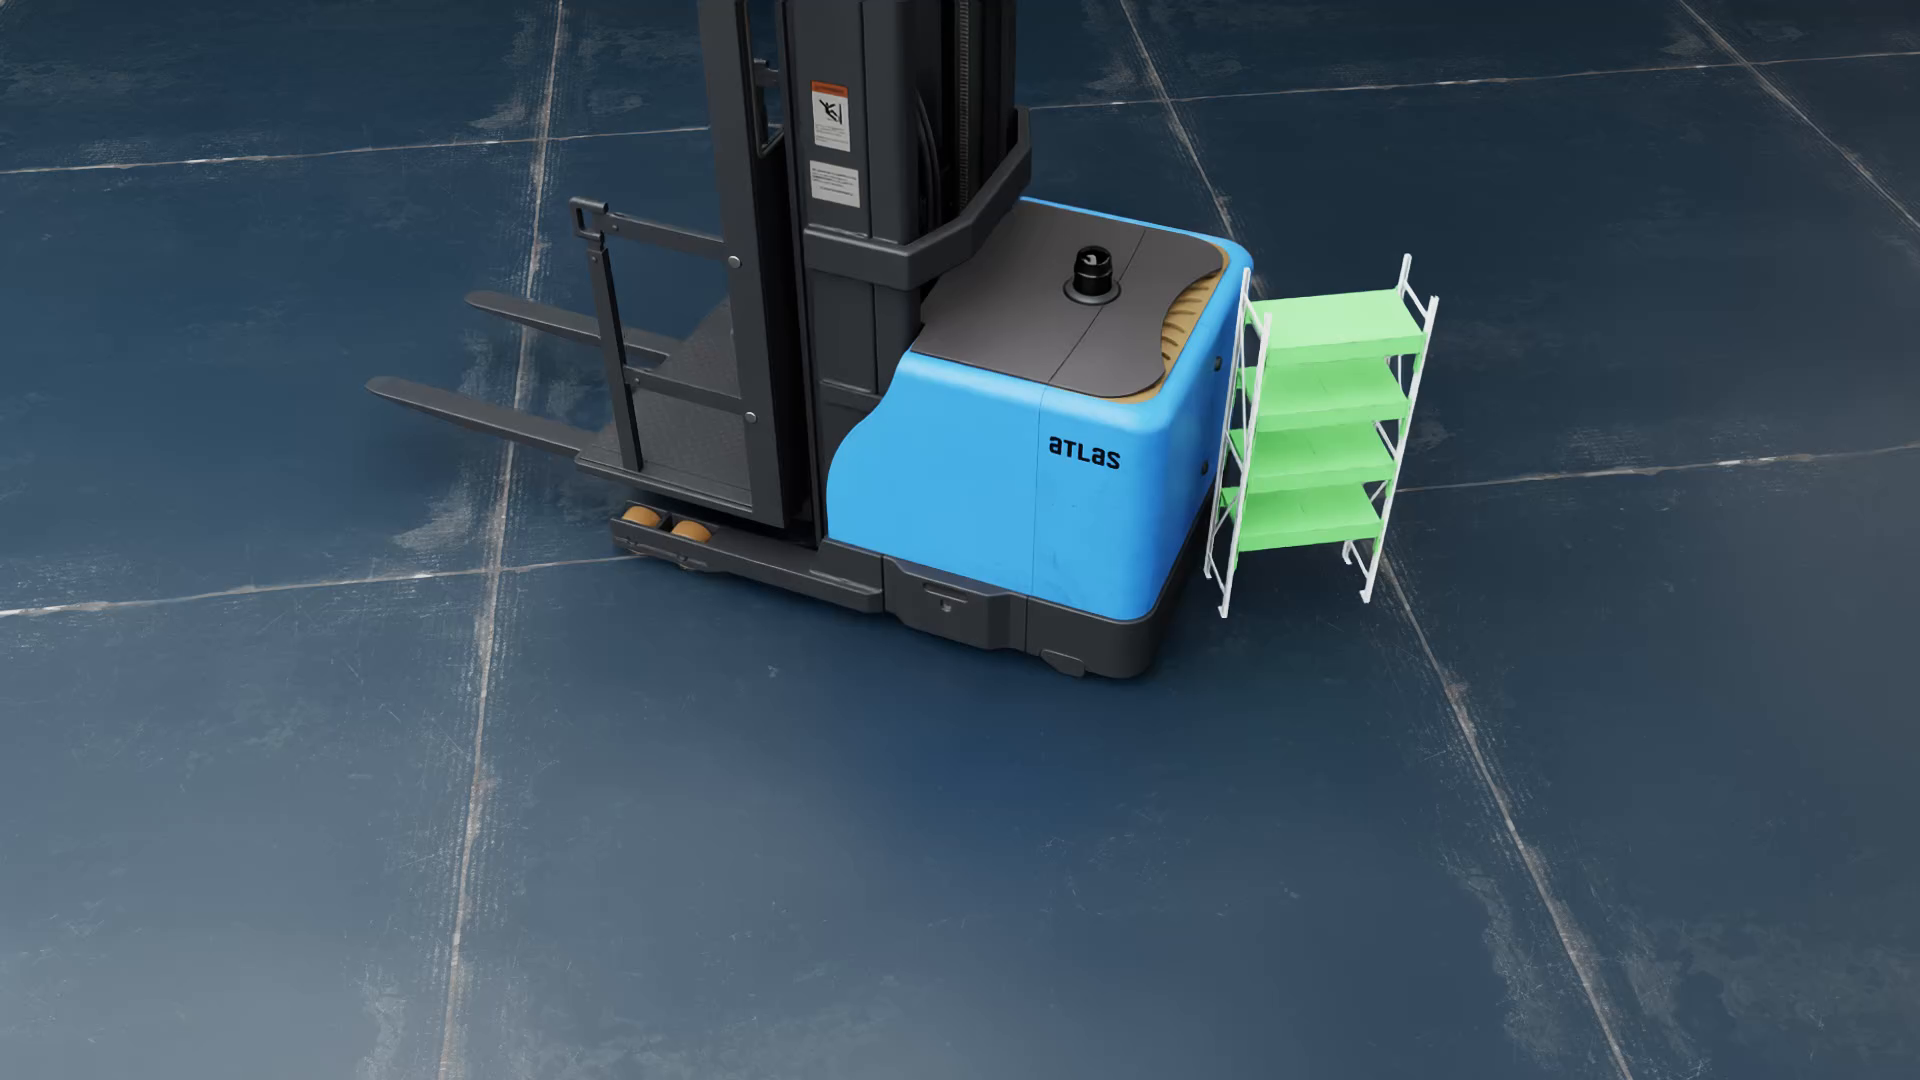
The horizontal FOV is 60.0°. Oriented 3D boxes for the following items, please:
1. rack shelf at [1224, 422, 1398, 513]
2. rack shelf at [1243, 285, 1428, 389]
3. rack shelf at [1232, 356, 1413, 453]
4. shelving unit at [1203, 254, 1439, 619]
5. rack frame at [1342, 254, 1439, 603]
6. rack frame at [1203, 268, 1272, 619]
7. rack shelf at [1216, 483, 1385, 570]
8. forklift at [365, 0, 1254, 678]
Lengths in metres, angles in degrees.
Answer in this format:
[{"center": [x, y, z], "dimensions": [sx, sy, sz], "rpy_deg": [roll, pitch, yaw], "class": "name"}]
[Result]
[{"center": [1.091, -0.243, 5.219], "dimensions": [0.480, 0.148, 0.258], "rpy_deg": [-6, 42, -7], "class": "rack shelf"}, {"center": [1.091, -0.600, 4.898], "dimensions": [0.480, 0.148, 0.258], "rpy_deg": [-6, 42, -7], "class": "rack shelf"}, {"center": [1.091, -0.422, 5.059], "dimensions": [0.480, 0.148, 0.258], "rpy_deg": [-6, 42, -7], "class": "rack shelf"}, {"center": [1.091, -0.291, 5.177], "dimensions": [0.503, 1.200, 0.258], "rpy_deg": [-6, 42, -7], "class": "shelving unit"}, {"center": [1.333, -0.316, 5.204], "dimensions": [0.015, 1.200, 0.240], "rpy_deg": [-6, 42, -7], "class": "rack frame"}, {"center": [0.850, -0.266, 5.149], "dimensions": [0.015, 1.200, 0.240], "rpy_deg": [-6, 42, -7], "class": "rack frame"}, {"center": [1.091, -0.065, 5.380], "dimensions": [0.480, 0.148, 0.258], "rpy_deg": [-6, 42, -7], "class": "rack shelf"}, {"center": [-0.639, -1.297, 5.000], "dimensions": [3.031, 2.935, 1.130], "rpy_deg": [16, 44, 17], "class": "forklift"}]
